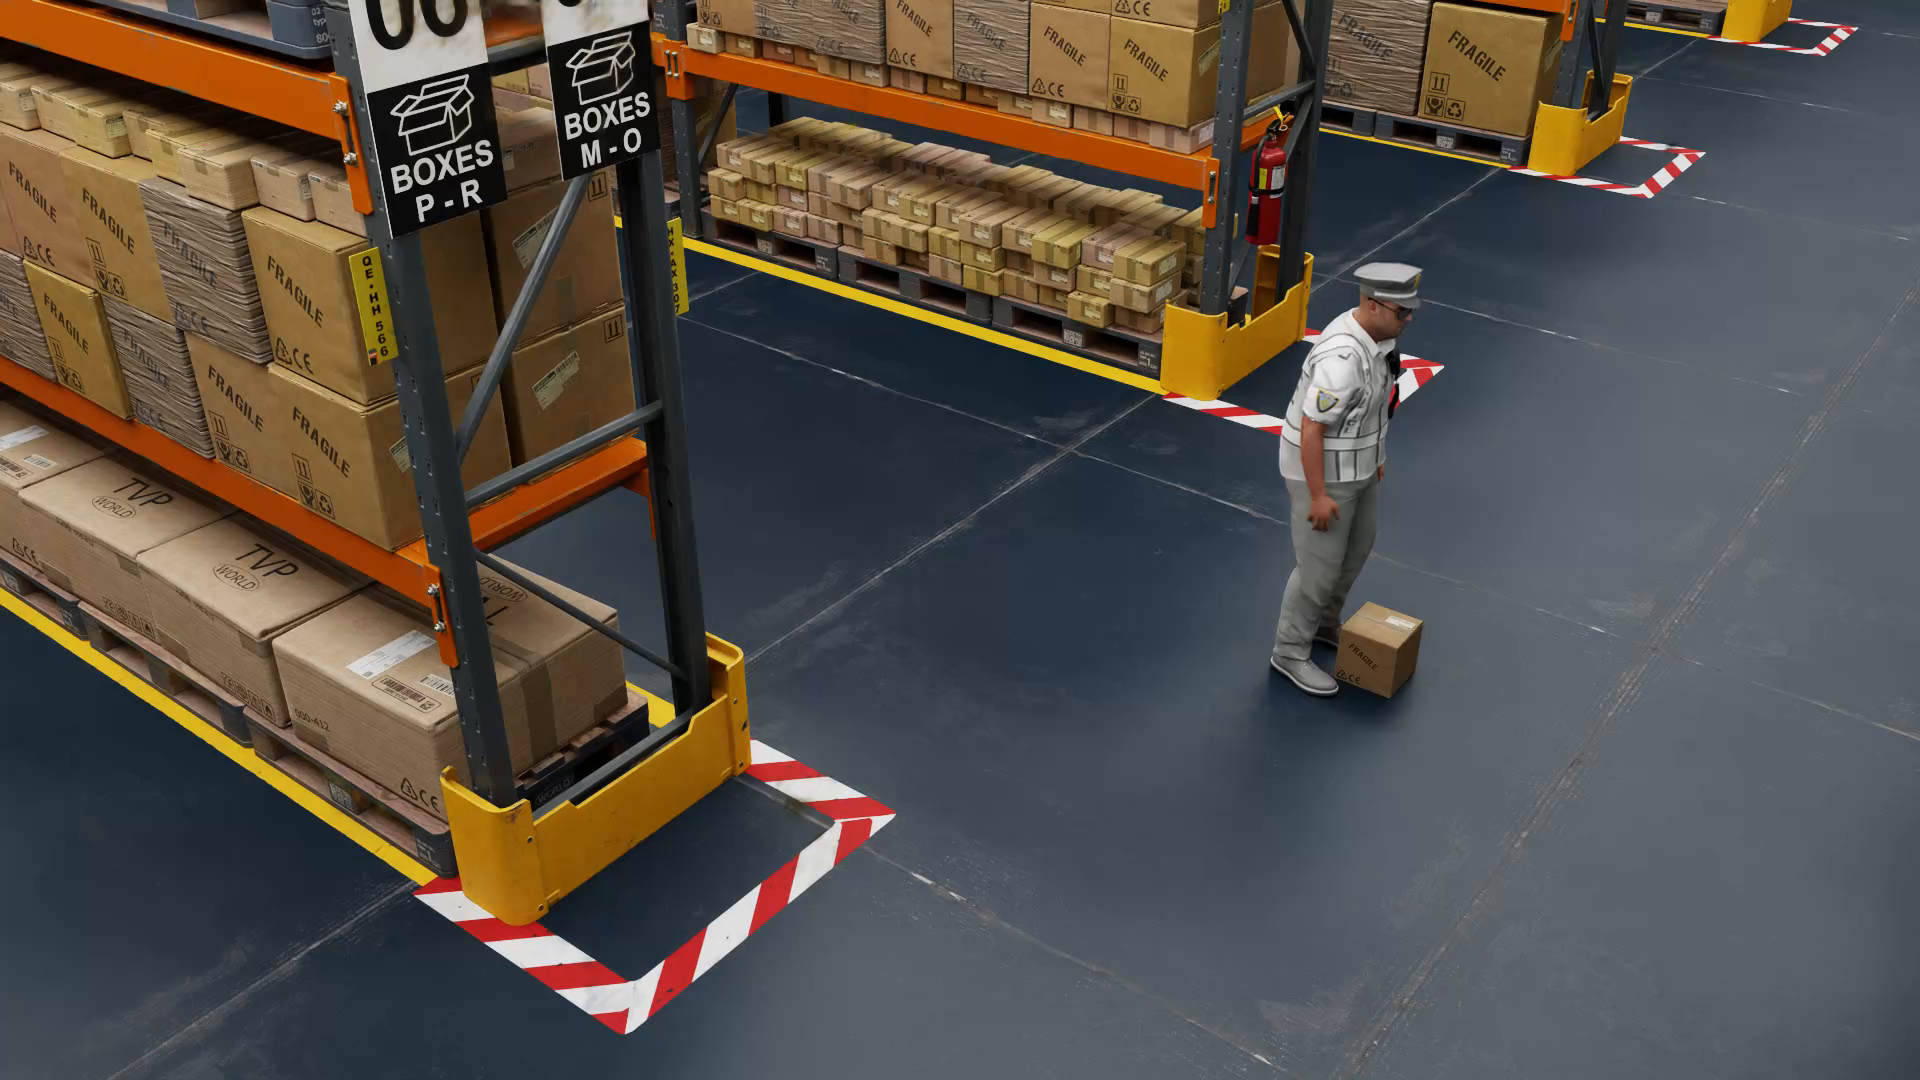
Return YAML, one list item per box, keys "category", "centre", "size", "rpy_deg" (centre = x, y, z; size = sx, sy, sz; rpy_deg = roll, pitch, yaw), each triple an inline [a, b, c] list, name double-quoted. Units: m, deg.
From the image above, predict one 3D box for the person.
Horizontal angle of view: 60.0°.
- category: "person"
  centre: [1.501, -0.277, 6.590]
  size: [0.435, 1.748, 0.591]
  rpy_deg: [21, 36, 31]
